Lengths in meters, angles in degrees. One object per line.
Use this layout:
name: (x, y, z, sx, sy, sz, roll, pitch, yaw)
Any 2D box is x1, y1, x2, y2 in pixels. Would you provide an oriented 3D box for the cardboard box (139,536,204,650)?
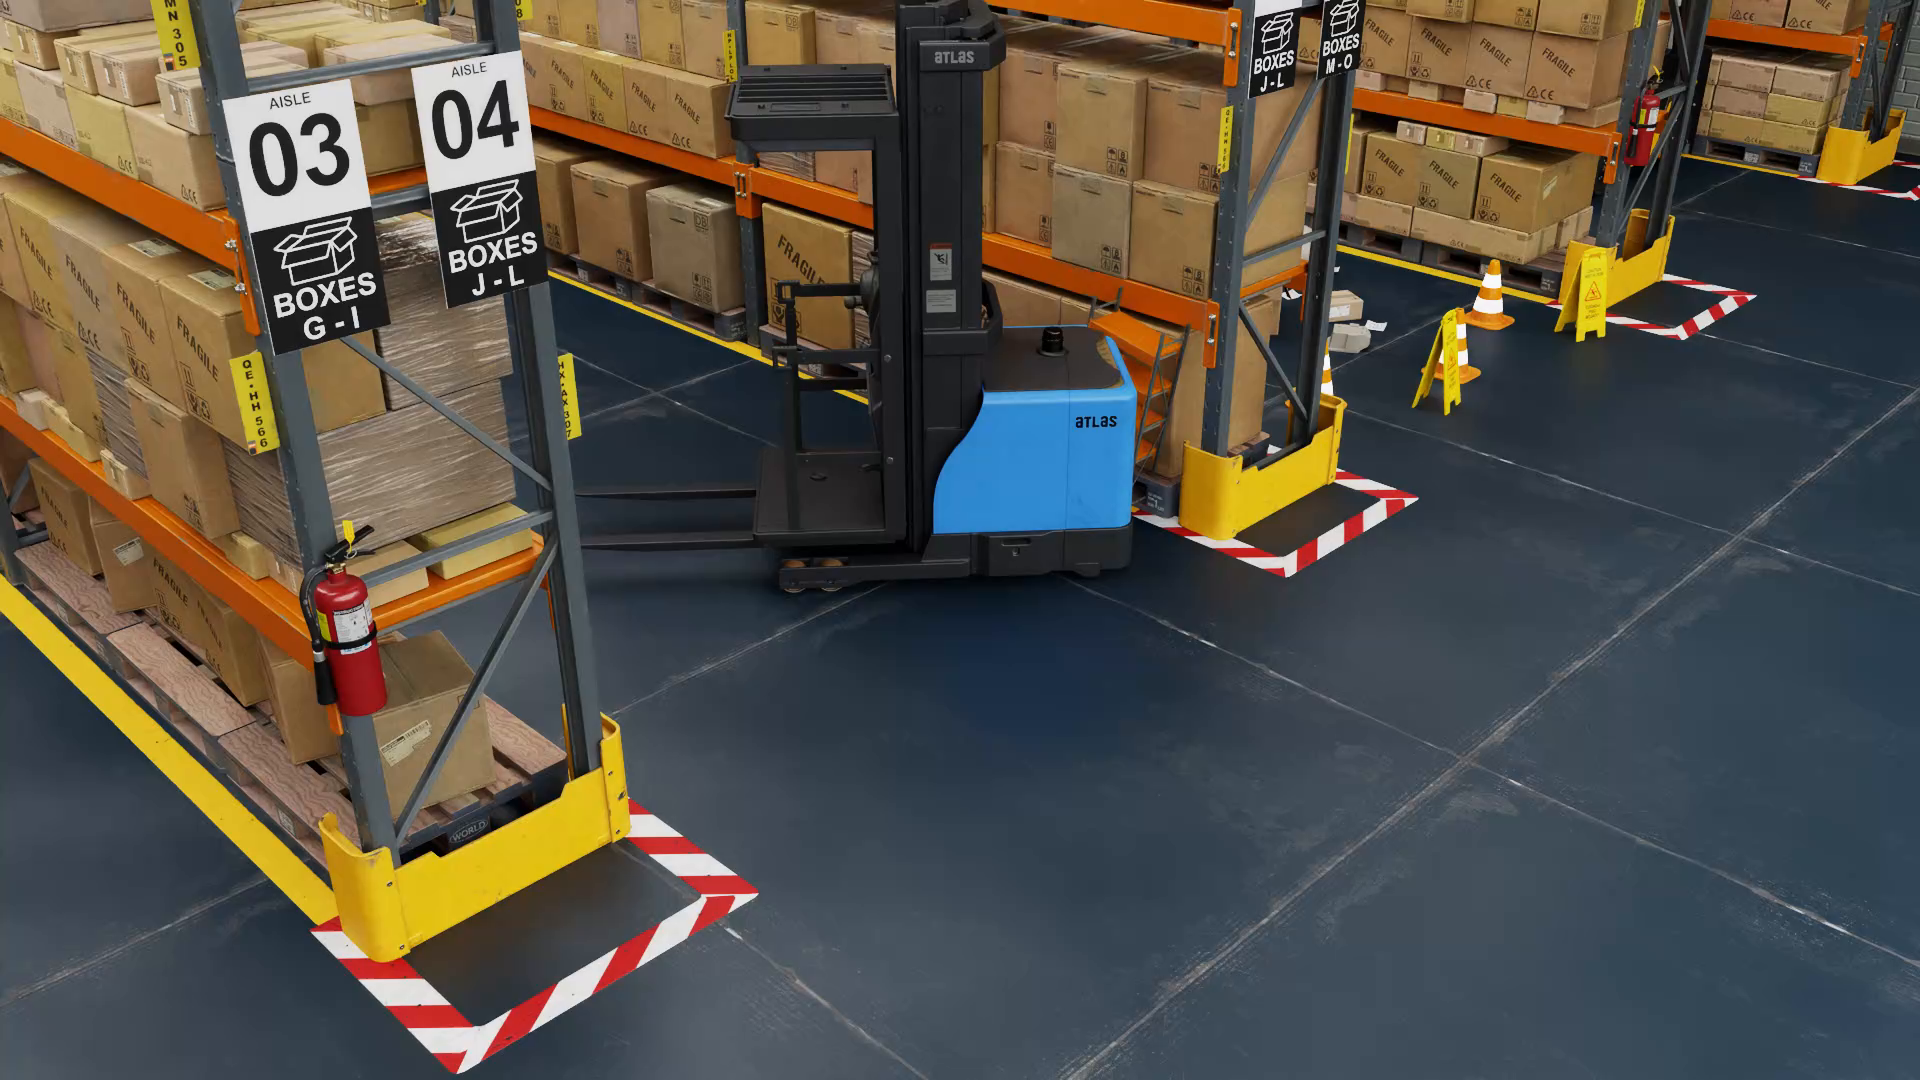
cardboard box: (-3.509, 0.165, 7.948, 0.500, 0.500, 0.500, 21, 34, 34)

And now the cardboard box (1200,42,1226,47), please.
cardboard box: (2.388, -4.489, 14.137, 0.500, 0.500, 0.500, 24, 36, 38)

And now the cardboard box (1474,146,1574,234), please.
cardboard box: (4.368, -2.719, 12.896, 0.500, 0.500, 0.500, 25, 37, 39)

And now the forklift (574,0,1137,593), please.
forklift: (-0.627, -1.276, 8.528, 3.031, 2.935, 1.130, -2, 28, -4)

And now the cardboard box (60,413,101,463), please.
cardboard box: (-3.657, -0.494, 7.236, 0.250, 0.149, 0.380, 25, 36, 38)

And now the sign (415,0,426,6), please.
sign: (-4.355, -4.473, 13.374, 0.005, 0.325, 0.100, 25, 36, 38)

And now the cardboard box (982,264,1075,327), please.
cardboard box: (0.565, -1.299, 10.330, 0.875, 0.875, 0.875, 24, 36, 38)

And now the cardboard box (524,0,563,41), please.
cardboard box: (-2.939, -4.184, 12.803, 0.500, 0.500, 0.700, 24, 36, 38)

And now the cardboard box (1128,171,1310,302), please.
cardboard box: (1.427, -1.741, 9.176, 0.550, 0.550, 0.875, 25, 36, 38)

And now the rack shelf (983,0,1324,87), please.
rack shelf: (0.297, -3.230, 9.720, 4.000, 0.370, 1.077, 25, 36, 38)

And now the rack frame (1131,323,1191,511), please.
rack frame: (1.071, -0.638, 9.189, 0.240, 1.200, 0.015, -25, 47, -39)

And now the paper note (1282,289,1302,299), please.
paper note: (2.552, -1.899, 12.842, 0.148, 0.019, 0.142, -13, 30, -22)

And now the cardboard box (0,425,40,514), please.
cardboard box: (-5.101, -0.556, 9.298, 0.500, 0.500, 0.700, 21, 34, 35)

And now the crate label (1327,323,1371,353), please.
crate label: (2.771, -1.446, 11.852, 0.298, 0.136, 0.250, 7, 29, 13)

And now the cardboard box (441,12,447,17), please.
cardboard box: (-4.350, -4.554, 14.506, 0.380, 0.149, 0.250, -23, 36, -37)

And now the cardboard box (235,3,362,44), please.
cardboard box: (-2.388, -1.830, 6.017, 0.380, 0.149, 0.250, -24, 36, -37)

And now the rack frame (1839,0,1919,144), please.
rack frame: (8.599, -4.892, 15.331, 0.127, 3.000, 1.000, 25, 36, 38)

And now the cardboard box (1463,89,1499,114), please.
cardboard box: (4.074, -3.394, 12.752, 0.380, 0.149, 0.250, -25, 36, -38)

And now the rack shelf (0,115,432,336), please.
rack shelf: (-3.252, -1.617, 6.652, 4.000, 0.370, 1.077, 25, 36, 38)

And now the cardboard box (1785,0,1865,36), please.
cardboard box: (8.064, -5.010, 15.447, 0.500, 0.500, 0.500, 24, 36, 37)

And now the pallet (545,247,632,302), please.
pallet: (-2.606, -2.264, 13.329, 1.213, 0.211, 1.003, 25, 36, 38)

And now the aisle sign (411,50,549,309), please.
aisle sign: (-1.571, -1.185, 5.487, 0.004, 0.787, 0.394, 25, 36, 38)

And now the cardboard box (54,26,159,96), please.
cardboard box: (-2.814, -1.631, 5.638, 0.250, 0.149, 0.380, 25, 37, 39)

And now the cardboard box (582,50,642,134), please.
cardboard box: (-2.409, -3.329, 12.250, 0.500, 0.500, 0.500, -25, 37, -39)

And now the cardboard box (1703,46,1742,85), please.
cardboard box: (7.317, -4.676, 16.349, 0.500, 0.250, 0.500, -25, 37, -39)

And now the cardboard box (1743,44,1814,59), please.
cardboard box: (8.030, -4.685, 16.366, 0.500, 0.250, 0.500, 25, 36, 38)

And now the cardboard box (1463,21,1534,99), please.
cardboard box: (4.188, -3.670, 12.580, 0.500, 0.500, 0.500, 25, 36, 38)

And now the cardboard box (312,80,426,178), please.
cardboard box: (-1.988, -1.459, 5.740, 0.500, 0.250, 0.500, -24, 36, -38)

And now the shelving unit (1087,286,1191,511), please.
shelving unit: (0.902, -0.756, 9.319, 0.258, 1.200, 0.503, -25, 47, -39)

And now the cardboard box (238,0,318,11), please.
cardboard box: (-2.695, -2.254, 6.126, 0.500, 0.500, 0.500, 24, 36, 38)

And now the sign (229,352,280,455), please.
sign: (-2.229, -0.430, 5.261, 0.005, 0.325, 0.100, 25, 36, 38)

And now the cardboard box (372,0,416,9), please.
cardboard box: (-4.652, -4.524, 13.811, 0.250, 0.149, 0.380, 23, 35, 37)

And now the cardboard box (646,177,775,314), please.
cardboard box: (-1.634, -2.236, 12.246, 0.750, 0.750, 1.050, 24, 36, 38)

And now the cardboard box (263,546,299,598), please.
cardboard box: (-2.352, 0.050, 6.202, 0.250, 0.149, 0.380, 25, 36, 38)

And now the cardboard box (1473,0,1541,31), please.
cardboard box: (4.249, -4.124, 12.369, 0.700, 0.500, 0.500, -25, 37, -39)

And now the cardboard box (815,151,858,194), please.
cardboard box: (-0.449, -2.651, 10.908, 0.550, 0.550, 0.875, 25, 36, 38)

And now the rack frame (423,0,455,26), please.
rack frame: (-3.981, -4.178, 13.973, 0.127, 3.000, 1.000, 25, 36, 38)

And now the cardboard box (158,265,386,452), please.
cardboard box: (-2.391, -0.671, 5.802, 0.500, 0.500, 0.500, 25, 36, 38)

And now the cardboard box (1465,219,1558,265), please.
cardboard box: (4.340, -2.395, 13.085, 0.500, 0.250, 0.500, 24, 36, 38)

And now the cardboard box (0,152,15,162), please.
cardboard box: (-4.178, -1.485, 7.349, 0.500, 0.500, 0.500, 25, 36, 38)

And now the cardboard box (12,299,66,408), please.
cardboard box: (-3.642, -0.964, 7.434, 0.500, 0.500, 0.875, 25, 36, 38)

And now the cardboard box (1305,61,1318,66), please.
cardboard box: (3.061, -3.918, 13.748, 0.250, 0.149, 0.380, 24, 36, 38)

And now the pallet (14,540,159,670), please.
pallet: (-4.174, 0.181, 8.678, 1.213, 0.211, 1.003, 25, 36, 38)

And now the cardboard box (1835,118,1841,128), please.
cardboard box: (8.386, -4.086, 16.302, 0.500, 0.250, 0.500, 25, 37, 39)

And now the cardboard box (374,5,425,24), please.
cardboard box: (-4.653, -4.395, 13.884, 0.380, 0.149, 0.250, -24, 36, -38)

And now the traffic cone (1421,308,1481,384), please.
traffic cone: (3.375, -1.354, 11.328, 0.334, 0.463, 0.336, 25, 36, 38)

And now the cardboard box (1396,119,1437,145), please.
cardboard box: (3.695, -3.274, 13.253, 0.380, 0.149, 0.250, -23, 36, -37)

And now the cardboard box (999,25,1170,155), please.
cardboard box: (0.725, -2.623, 9.694, 0.550, 0.550, 0.875, 25, 36, 38)

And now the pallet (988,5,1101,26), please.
pallet: (0.858, -5.137, 16.002, 1.213, 0.211, 1.003, 25, 36, 38)
